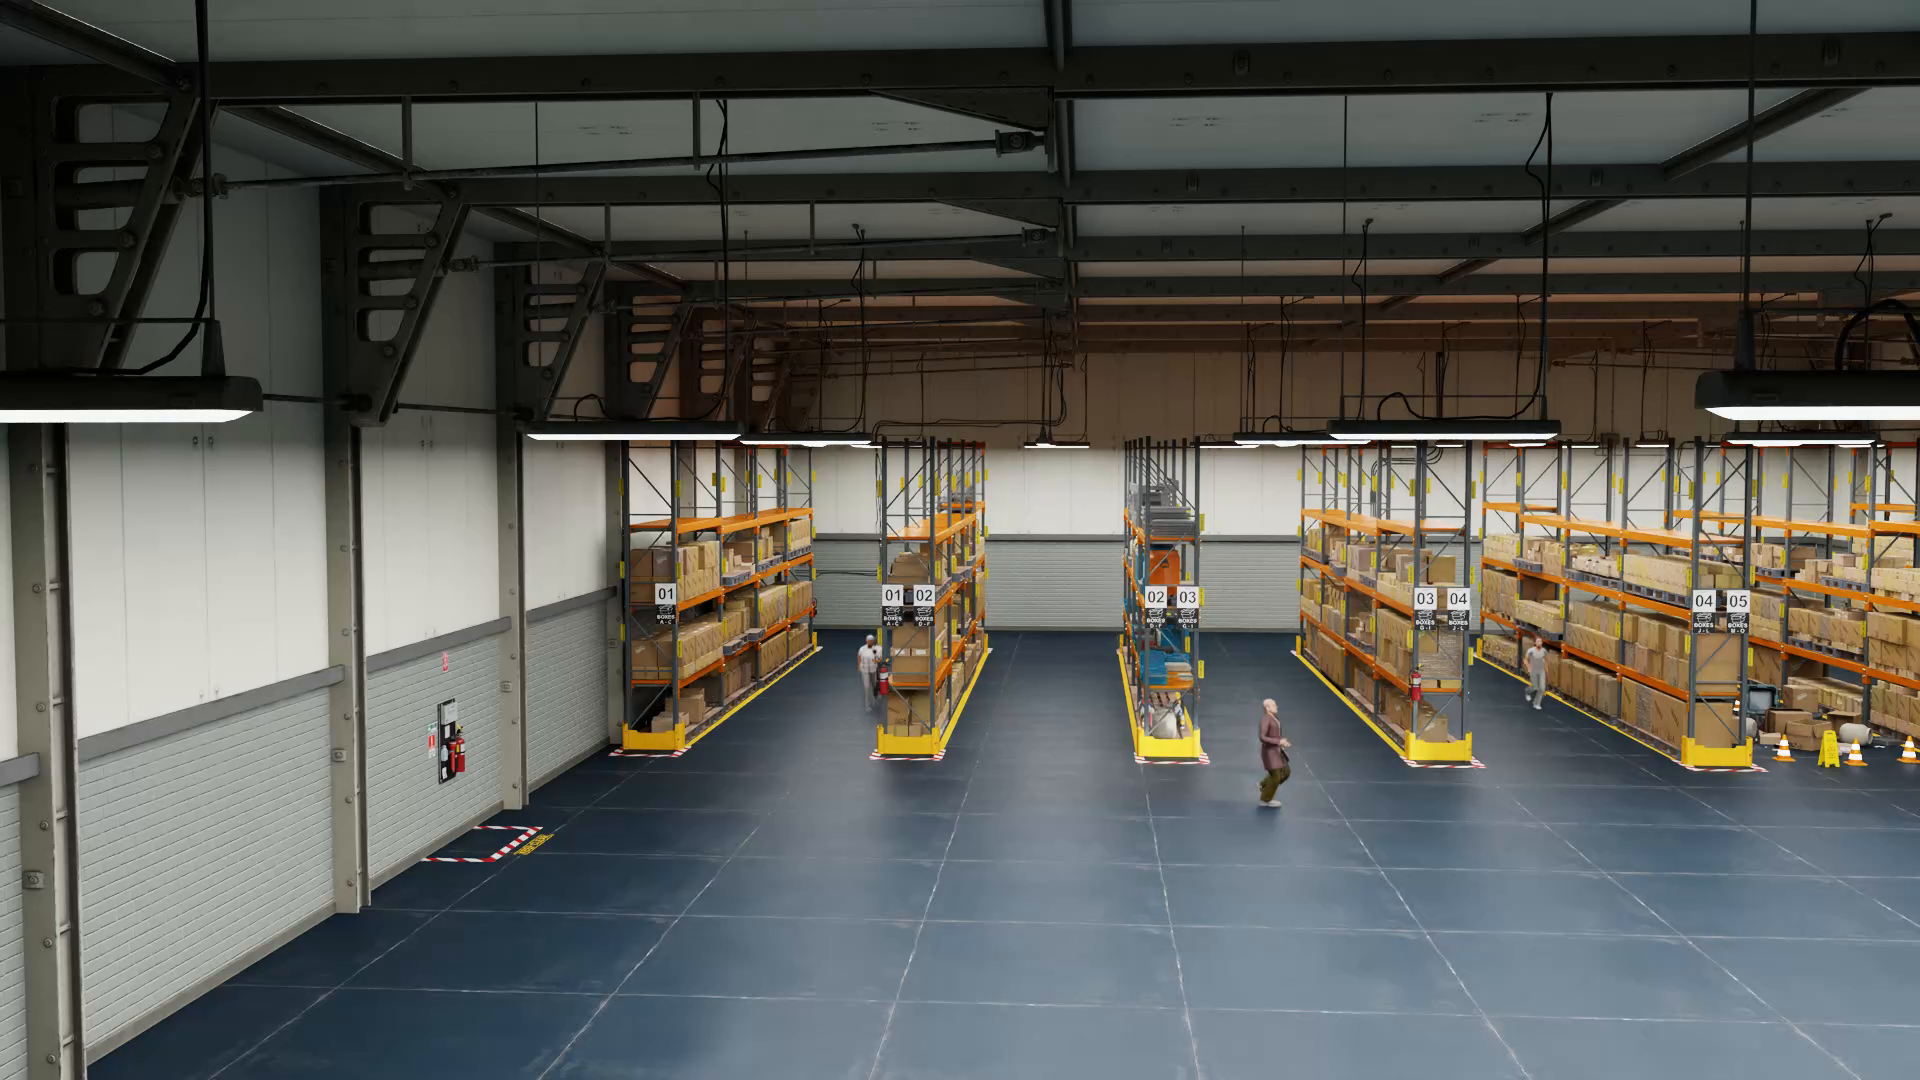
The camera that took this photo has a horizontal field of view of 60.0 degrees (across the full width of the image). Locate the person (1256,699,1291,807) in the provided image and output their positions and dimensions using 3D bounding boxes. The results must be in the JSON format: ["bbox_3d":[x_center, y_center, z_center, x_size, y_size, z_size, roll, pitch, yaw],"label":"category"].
[{"bbox_3d":[5.052,3.417,26.720,0.649,1.730,0.702,2,3,28],"label":"person"}]

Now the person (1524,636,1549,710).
[{"bbox_3d":[12.829,2.937,37.045,0.550,1.621,0.622,0,3,-2],"label":"person"}]

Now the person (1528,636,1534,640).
[{"bbox_3d":[16.587,2.346,47.537,0.940,1.702,0.582,0,3,8],"label":"person"}]

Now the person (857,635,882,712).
[{"bbox_3d":[-1.973,2.913,36.729,0.607,1.650,0.906,0,3,1],"label":"person"}]

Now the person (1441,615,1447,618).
[{"bbox_3d":[13.290,2.402,47.009,0.815,1.599,0.791,-1,3,-19],"label":"person"}]
